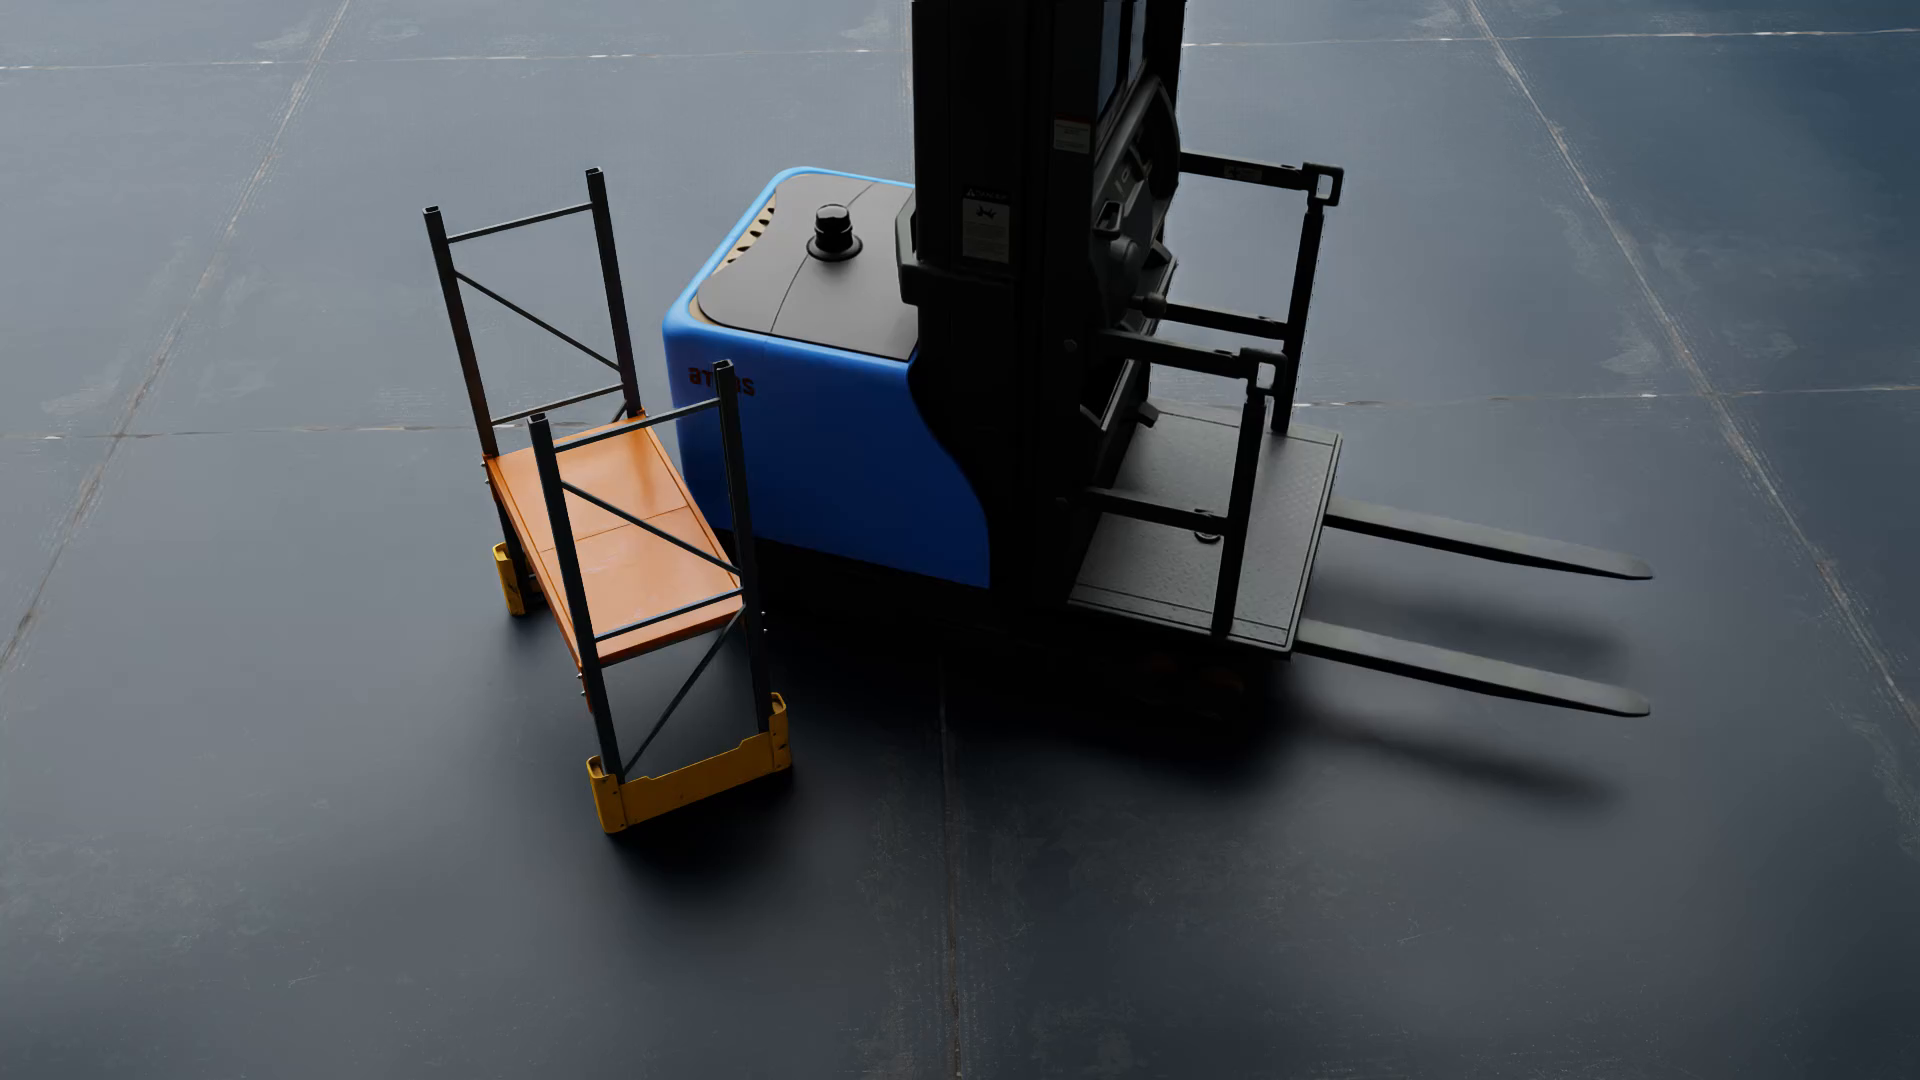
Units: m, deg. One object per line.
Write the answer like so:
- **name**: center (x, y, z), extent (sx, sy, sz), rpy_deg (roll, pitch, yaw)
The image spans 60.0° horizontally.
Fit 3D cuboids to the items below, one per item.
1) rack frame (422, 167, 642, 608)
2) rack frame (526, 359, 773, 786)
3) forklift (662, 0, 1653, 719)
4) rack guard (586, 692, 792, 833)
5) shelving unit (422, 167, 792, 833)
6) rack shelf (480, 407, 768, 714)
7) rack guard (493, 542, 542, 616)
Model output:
- **rack frame**: center (-1.230, -0.413, 5.090), extent (0.500, 1.500, 0.032), rpy_deg (-19, 46, -19)
- **rack frame**: center (-0.772, 0.201, 4.421), extent (0.500, 1.500, 0.032), rpy_deg (-19, 46, -19)
- **forklift**: center (0.678, -0.932, 4.598), extent (3.031, 2.935, 1.130), rpy_deg (12, 44, 13)
- **rack guard**: center (-0.781, 0.650, 4.856), extent (0.587, 0.250, 0.087), rpy_deg (-19, 46, -19)
- **shelving unit**: center (-1.005, -0.112, 4.762), extent (0.587, 1.500, 1.083), rpy_deg (-19, 46, -19)
- **rack shelf**: center (-1.001, 0.027, 4.877), extent (0.538, 0.185, 1.000), rpy_deg (-19, 46, -19)
- **rack guard**: center (-1.229, 0.049, 5.512), extent (0.587, 0.250, 0.087), rpy_deg (-19, 46, -19)
